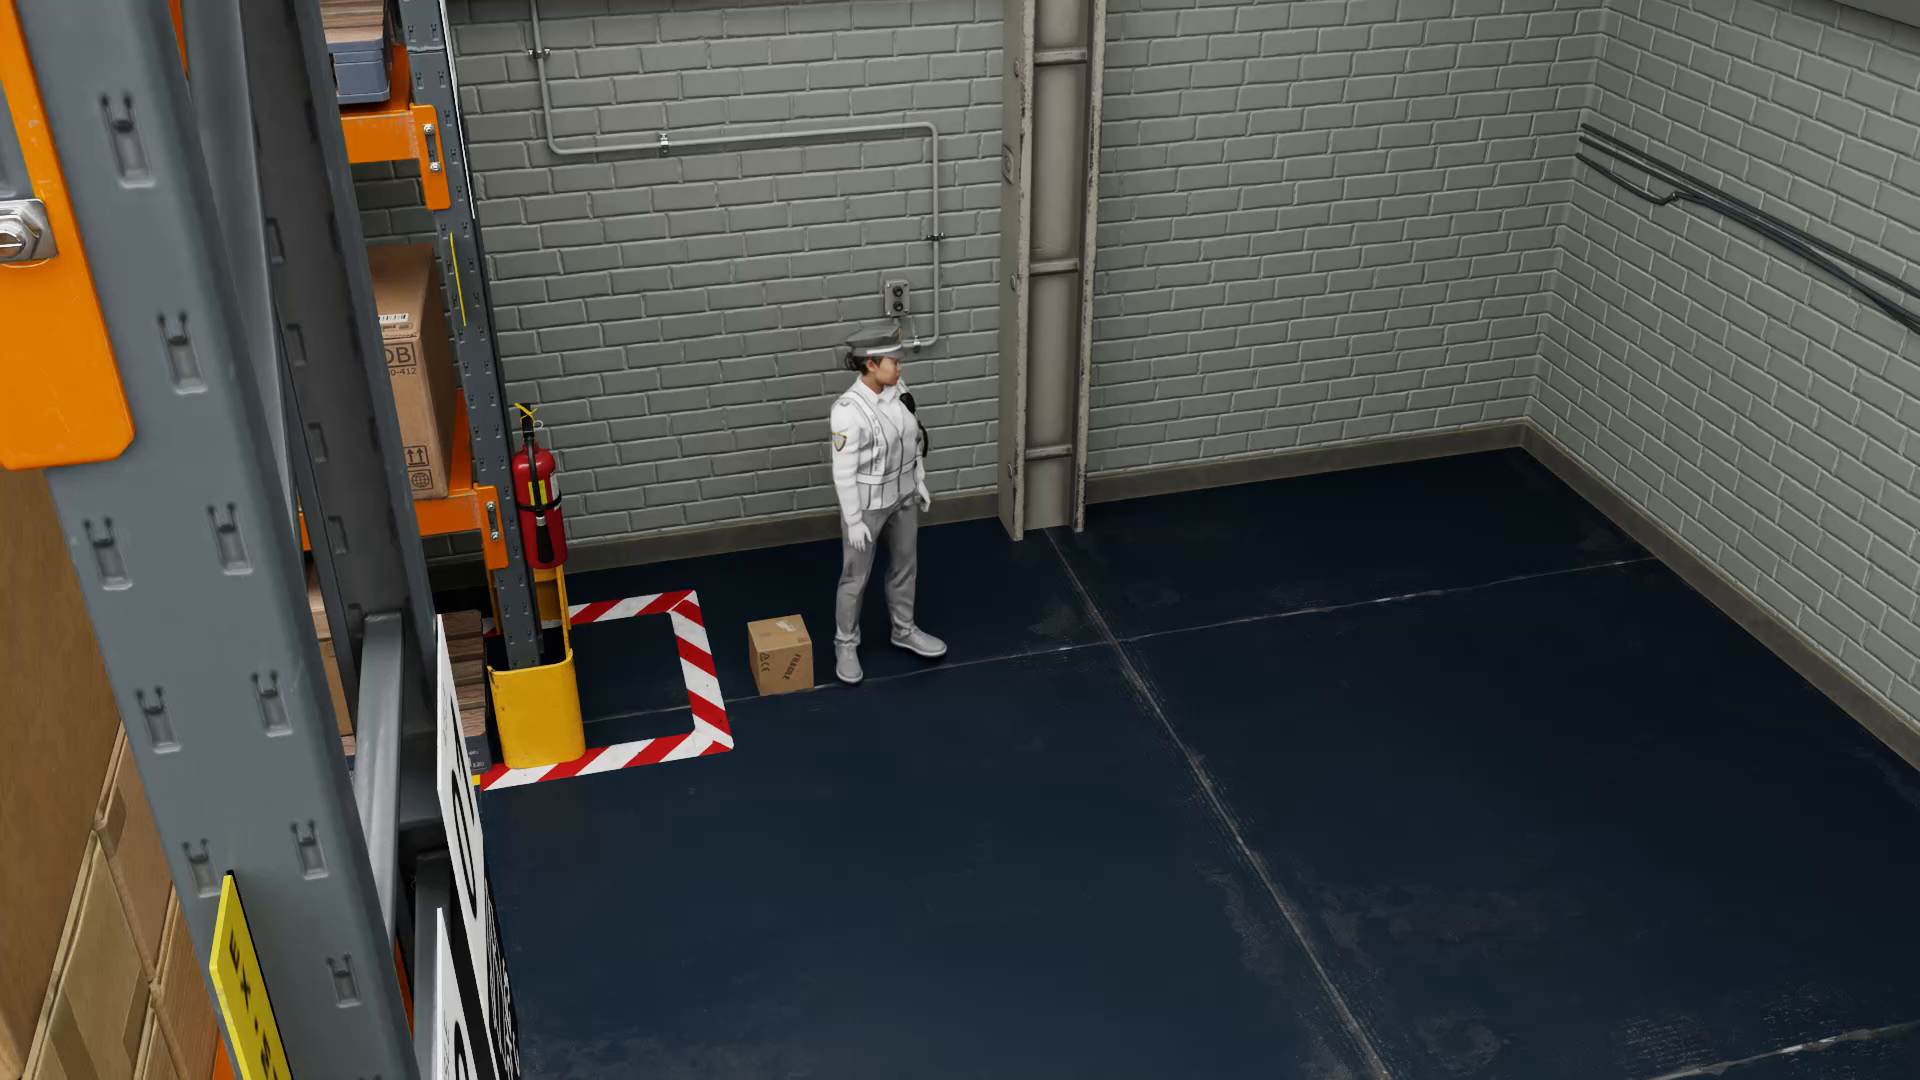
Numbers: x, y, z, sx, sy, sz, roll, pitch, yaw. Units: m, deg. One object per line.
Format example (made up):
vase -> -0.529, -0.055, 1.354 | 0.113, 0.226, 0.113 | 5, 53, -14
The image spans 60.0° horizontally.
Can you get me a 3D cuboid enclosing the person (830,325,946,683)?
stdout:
person -> -0.347, -0.168, 7.355 | 0.415, 1.679, 0.543 | 23, 38, 34
